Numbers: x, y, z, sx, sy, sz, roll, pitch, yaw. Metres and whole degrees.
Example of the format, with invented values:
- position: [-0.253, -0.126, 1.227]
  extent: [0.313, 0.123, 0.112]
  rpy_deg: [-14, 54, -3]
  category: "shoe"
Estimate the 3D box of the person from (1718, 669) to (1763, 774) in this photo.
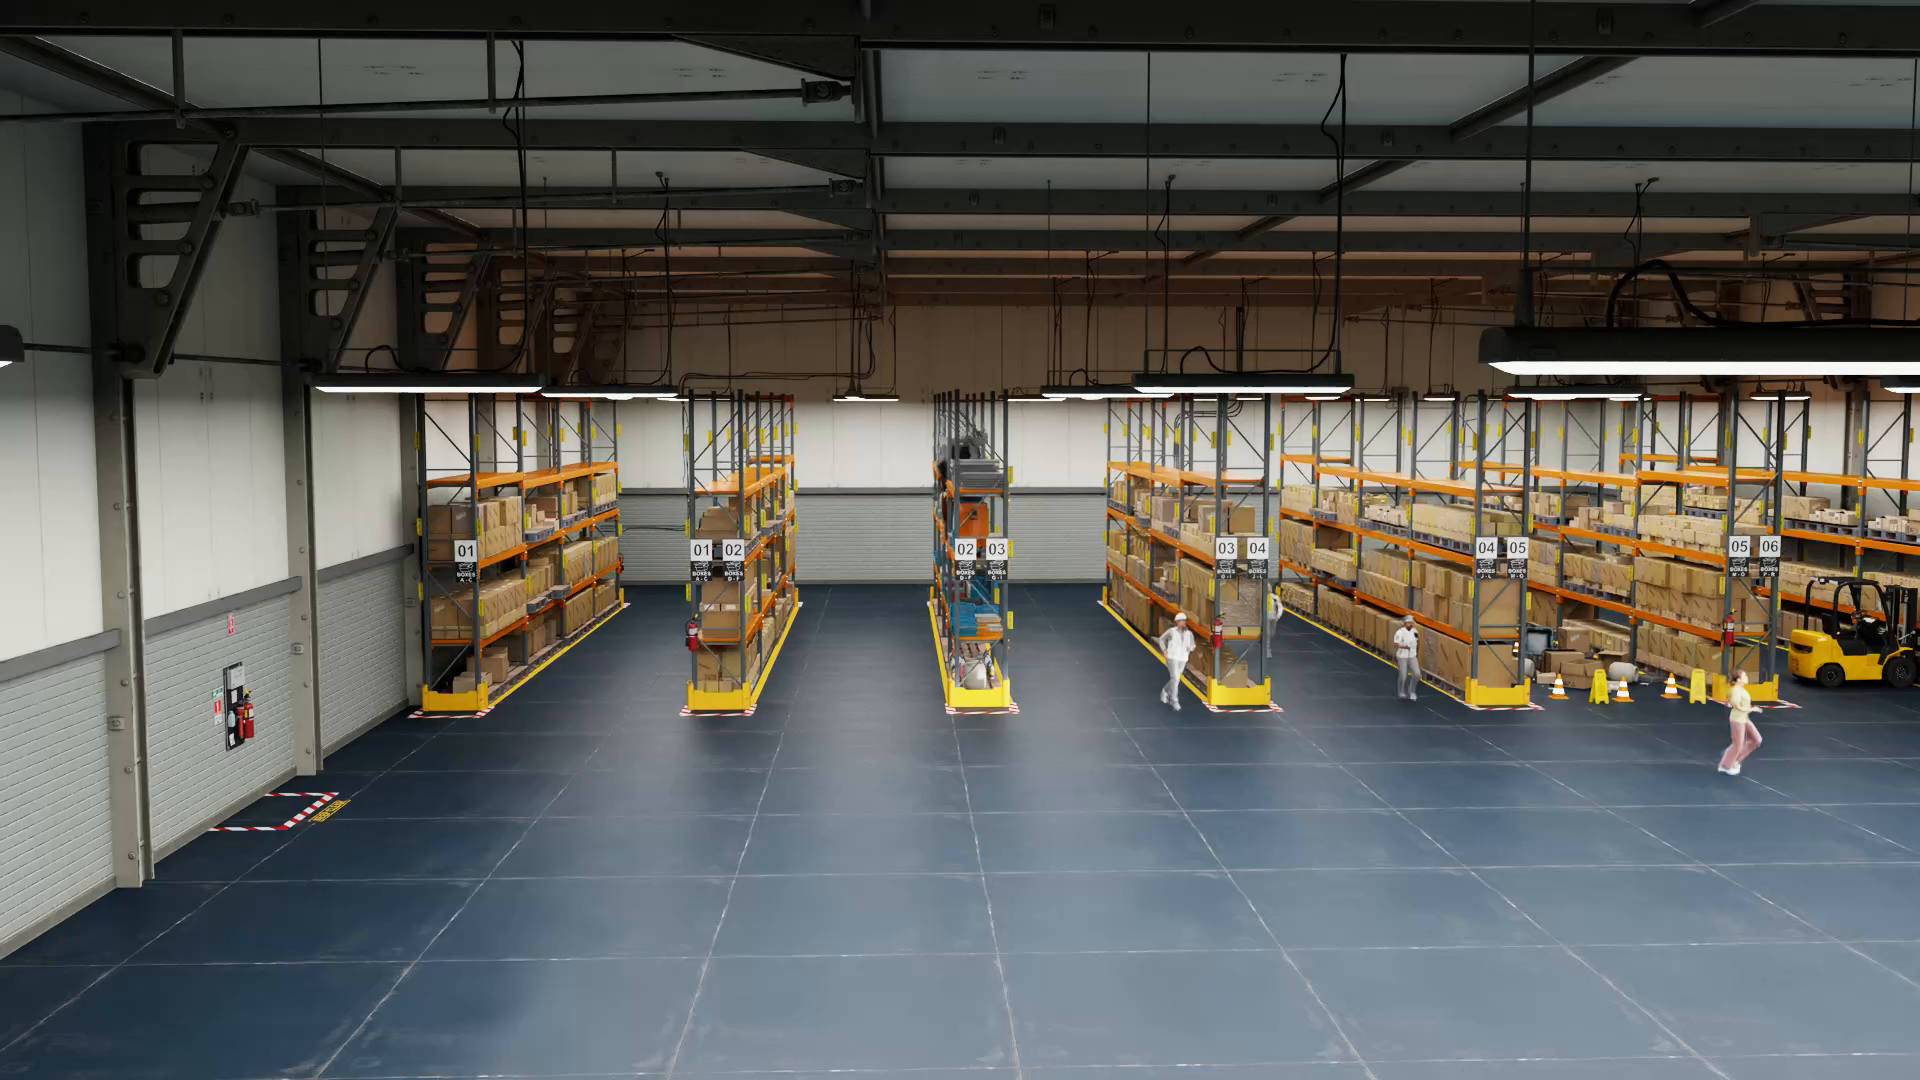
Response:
- position: [12.050, 2.800, 25.646]
  extent: [0.606, 1.634, 0.558]
  rpy_deg: [3, 6, 36]
  category: "person"

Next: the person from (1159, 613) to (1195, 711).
- position: [4.138, 2.274, 31.495]
  extent: [0.645, 1.789, 0.812]
  rpy_deg: [-2, 5, -25]
  category: "person"

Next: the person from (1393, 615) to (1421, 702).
- position: [8.648, 2.278, 32.141]
  extent: [0.588, 1.670, 0.740]
  rpy_deg: [0, 5, -6]
  category: "person"

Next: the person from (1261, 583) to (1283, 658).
- position: [7.040, 1.809, 37.918]
  extent: [0.624, 1.694, 0.660]
  rpy_deg: [0, 5, -2]
  category: "person"
